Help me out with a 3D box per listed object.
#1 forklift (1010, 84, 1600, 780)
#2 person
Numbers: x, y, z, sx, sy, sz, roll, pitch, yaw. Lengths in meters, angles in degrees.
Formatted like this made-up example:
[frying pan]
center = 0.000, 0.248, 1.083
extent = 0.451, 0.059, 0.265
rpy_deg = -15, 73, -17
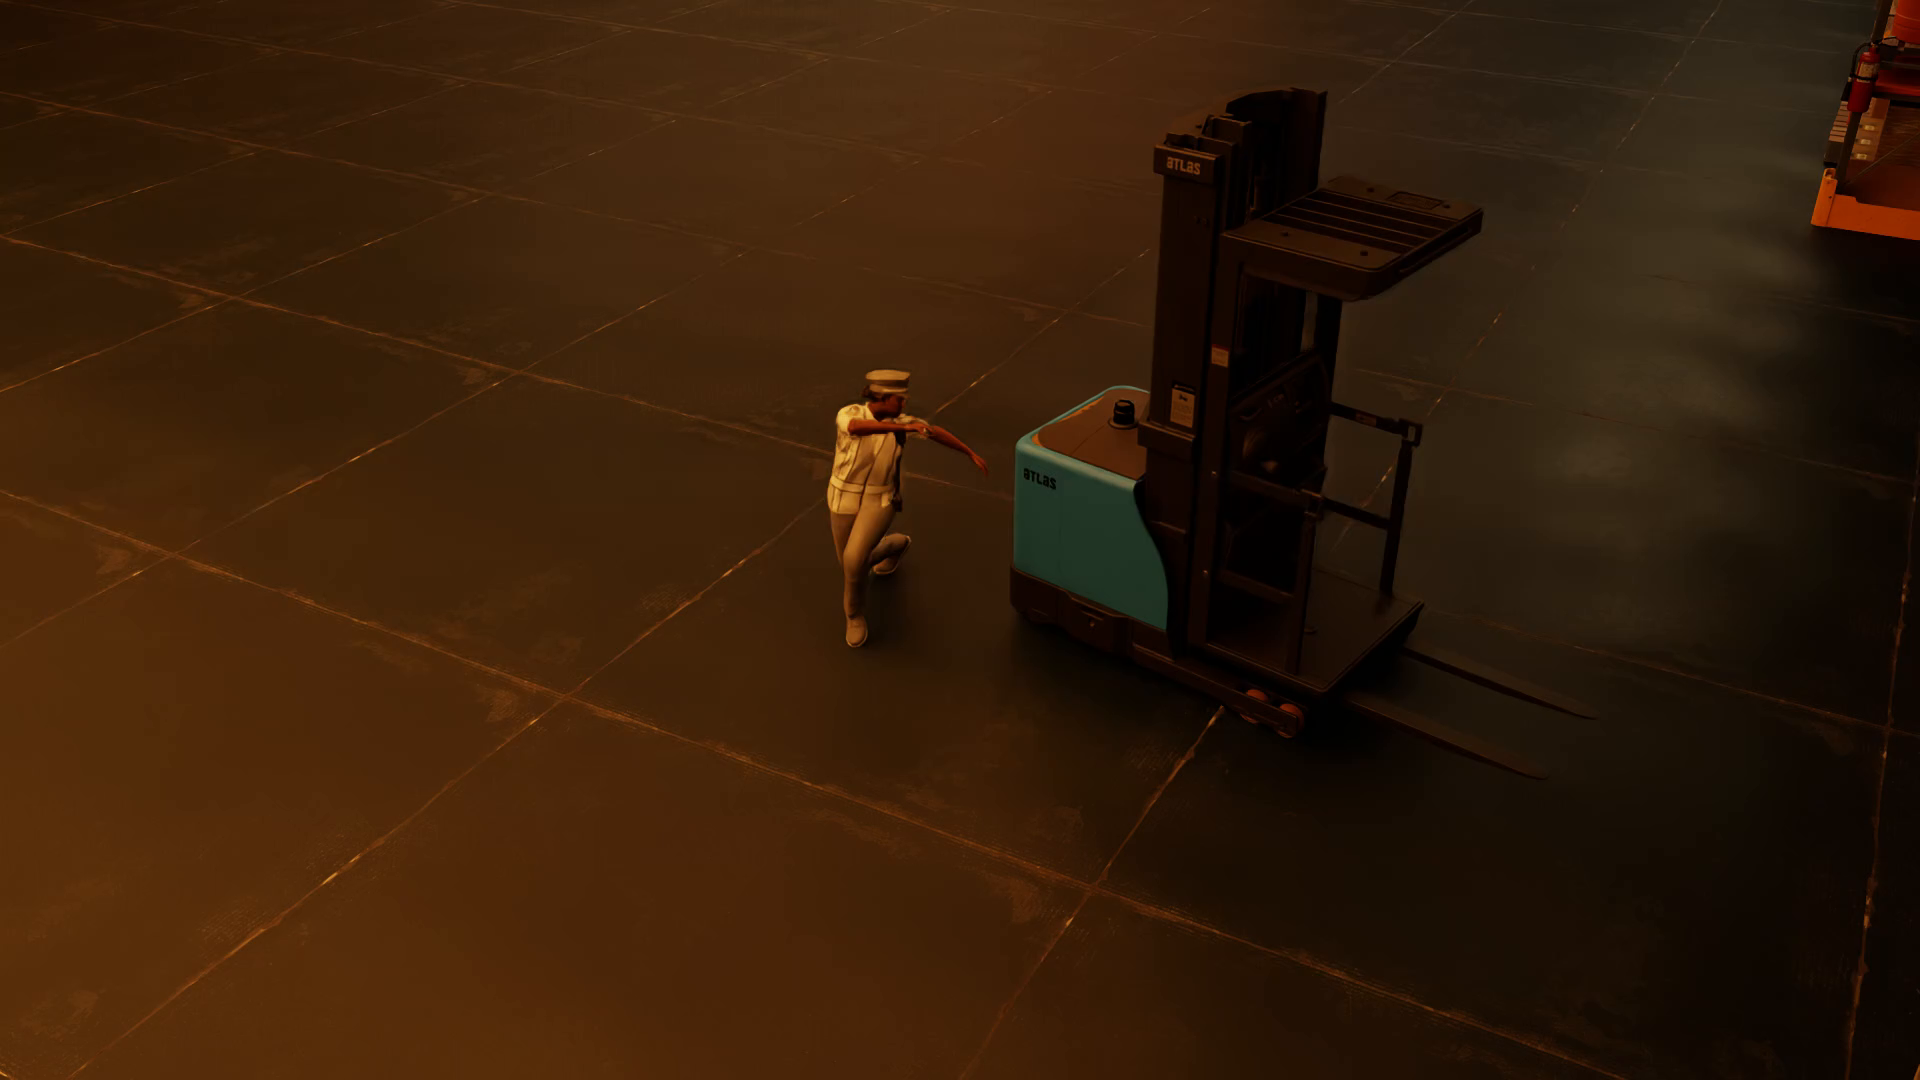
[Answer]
[forklift]
center = 1.736, -0.583, 8.082
extent = 3.031, 2.935, 1.130
rpy_deg = 22, 37, 33
[person]
center = -0.301, -0.230, 9.034
extent = 0.849, 1.383, 0.950
rpy_deg = 3, 30, 6
